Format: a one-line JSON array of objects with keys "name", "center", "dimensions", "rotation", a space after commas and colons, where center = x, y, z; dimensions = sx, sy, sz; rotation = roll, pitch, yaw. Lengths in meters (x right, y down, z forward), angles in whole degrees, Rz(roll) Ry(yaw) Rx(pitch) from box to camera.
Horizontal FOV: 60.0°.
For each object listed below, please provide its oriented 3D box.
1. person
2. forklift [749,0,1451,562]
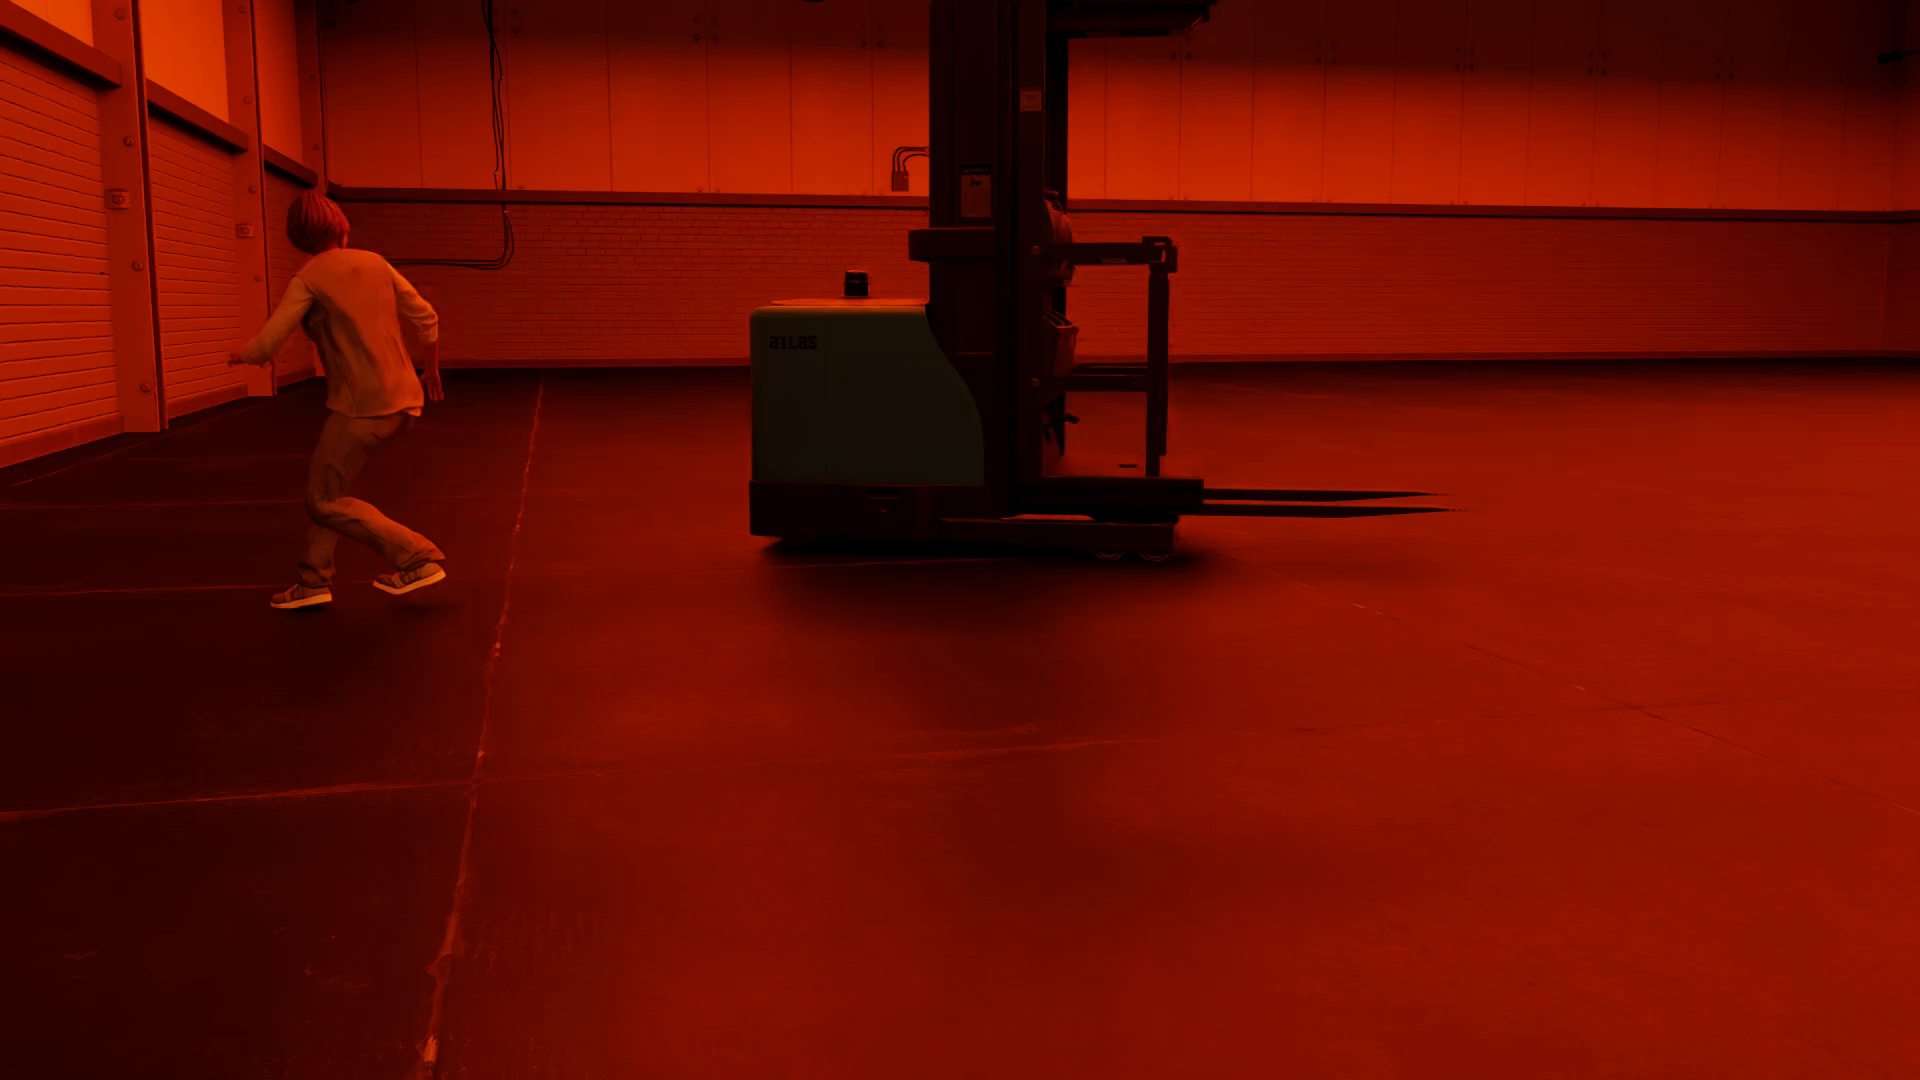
[{"name": "person", "center": [-2.208, -0.490, 5.997], "dimensions": [0.773, 1.476, 0.731], "rotation": [2, 8, 17]}, {"name": "forklift", "center": [0.628, -1.438, 7.409], "dimensions": [3.031, 2.935, 1.130], "rotation": [1, 8, 9]}]
